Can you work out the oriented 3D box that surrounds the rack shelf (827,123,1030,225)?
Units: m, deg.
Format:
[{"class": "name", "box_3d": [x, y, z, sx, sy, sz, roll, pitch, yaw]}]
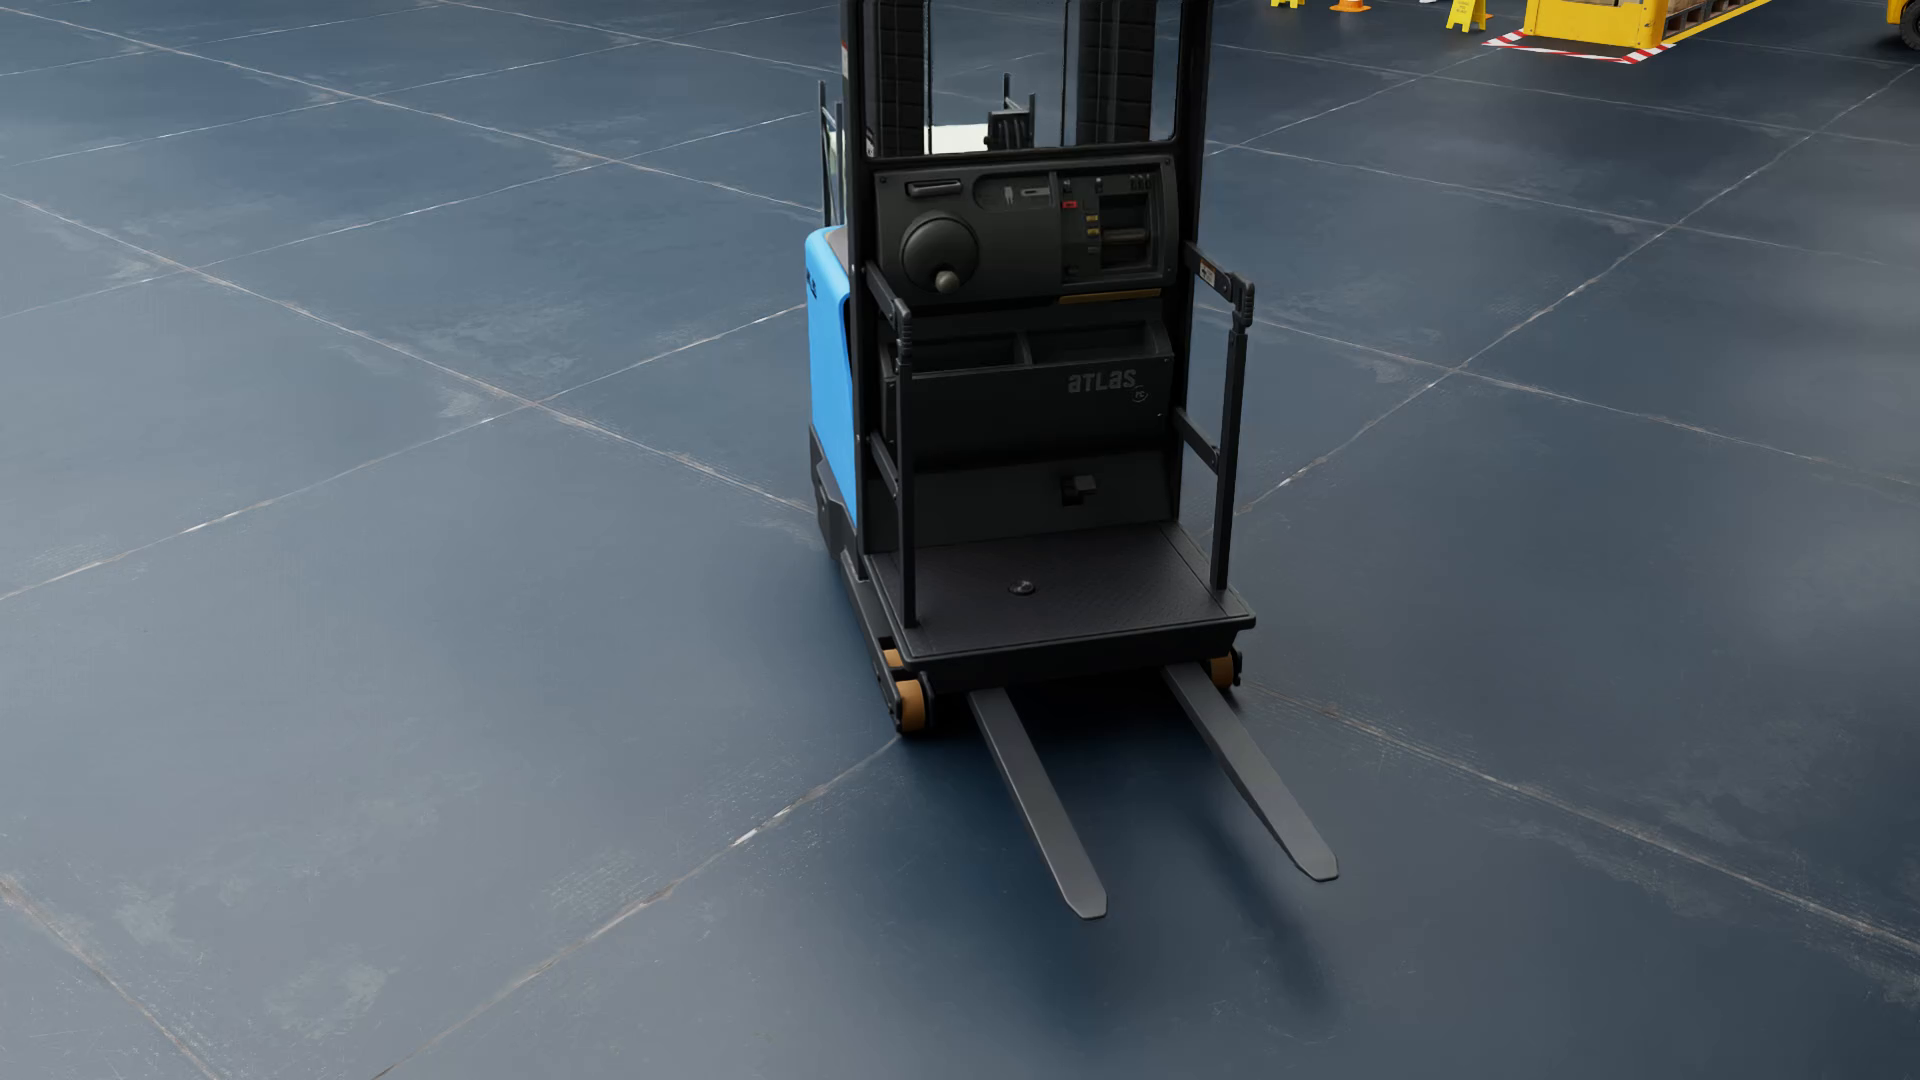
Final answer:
[{"class": "rack shelf", "box_3d": [-0.133, -1.403, 6.480, 0.720, 0.370, 0.431, -6, 28, -12]}]

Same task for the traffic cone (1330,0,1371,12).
[{"class": "traffic cone", "box_3d": [3.835, -5.425, 16.233, 0.336, 0.463, 0.334, 21, 34, 34]}]

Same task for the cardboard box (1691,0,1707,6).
[{"class": "cardboard box", "box_3d": [6.687, -5.168, 15.510, 0.500, 0.250, 0.500, 22, 35, 36]}]

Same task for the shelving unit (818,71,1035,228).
[{"class": "shelving unit", "box_3d": [-0.133, -1.056, 6.659, 0.755, 1.500, 0.431, -6, 28, -12]}]

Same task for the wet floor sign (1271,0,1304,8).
[{"class": "wet floor sign", "box_3d": [3.256, -5.595, 16.362, 0.267, 0.644, 0.232, 15, 31, 26]}]

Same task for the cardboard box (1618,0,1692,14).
[{"class": "cardboard box", "box_3d": [6.357, -4.989, 15.164, 0.500, 0.250, 0.500, 20, 34, 34]}]

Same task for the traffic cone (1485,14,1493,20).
[{"class": "traffic cone", "box_3d": [4.908, -5.221, 15.839, 0.336, 0.463, 0.334, 21, 34, 34]}]

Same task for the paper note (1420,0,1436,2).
[{"class": "paper note", "box_3d": [4.695, -5.417, 16.687, 0.148, 0.019, 0.142, 9, 29, 17]}]

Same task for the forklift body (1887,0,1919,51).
[{"class": "forklift body", "box_3d": [9.261, -5.198, 13.956, 2.313, 2.155, 1.214, 21, 34, 34]}]

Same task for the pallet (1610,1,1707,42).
[{"class": "pallet", "box_3d": [6.222, -4.884, 15.462, 1.003, 0.211, 1.213, 21, 34, 34]}]

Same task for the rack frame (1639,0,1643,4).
[{"class": "rack frame", "box_3d": [5.630, -5.818, 14.233, 1.000, 3.000, 0.127, 21, 34, 34]}]

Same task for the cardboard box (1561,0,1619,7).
[{"class": "cardboard box", "box_3d": [5.952, -5.157, 15.490, 0.500, 0.250, 0.500, 21, 34, 34]}]

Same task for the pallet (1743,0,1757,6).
[{"class": "pallet", "box_3d": [7.774, -5.750, 17.134, 1.003, 0.211, 1.213, 21, 34, 34]}]

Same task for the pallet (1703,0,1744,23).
[{"class": "pallet", "box_3d": [6.999, -5.315, 16.295, 1.003, 0.211, 1.213, 21, 34, 34]}]

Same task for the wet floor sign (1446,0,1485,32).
[{"class": "wet floor sign", "box_3d": [4.684, -5.018, 15.248, 0.232, 0.644, 0.267, -15, 31, -27]}]

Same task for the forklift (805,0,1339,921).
[{"class": "forklift", "box_3d": [0.261, -0.903, 4.806, 1.130, 2.935, 3.031, -6, 28, -12]}]

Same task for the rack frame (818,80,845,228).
[{"class": "rack frame", "box_3d": [-0.489, -1.016, 6.582, 0.023, 1.500, 0.400, -6, 28, -12]}]

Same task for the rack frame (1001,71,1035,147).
[{"class": "rack frame", "box_3d": [0.222, -1.096, 6.736, 0.023, 1.500, 0.400, -6, 28, -12]}]

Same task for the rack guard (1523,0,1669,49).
[{"class": "rack guard", "box_3d": [5.678, -4.735, 14.859, 1.175, 0.500, 0.348, 21, 34, 34]}]
